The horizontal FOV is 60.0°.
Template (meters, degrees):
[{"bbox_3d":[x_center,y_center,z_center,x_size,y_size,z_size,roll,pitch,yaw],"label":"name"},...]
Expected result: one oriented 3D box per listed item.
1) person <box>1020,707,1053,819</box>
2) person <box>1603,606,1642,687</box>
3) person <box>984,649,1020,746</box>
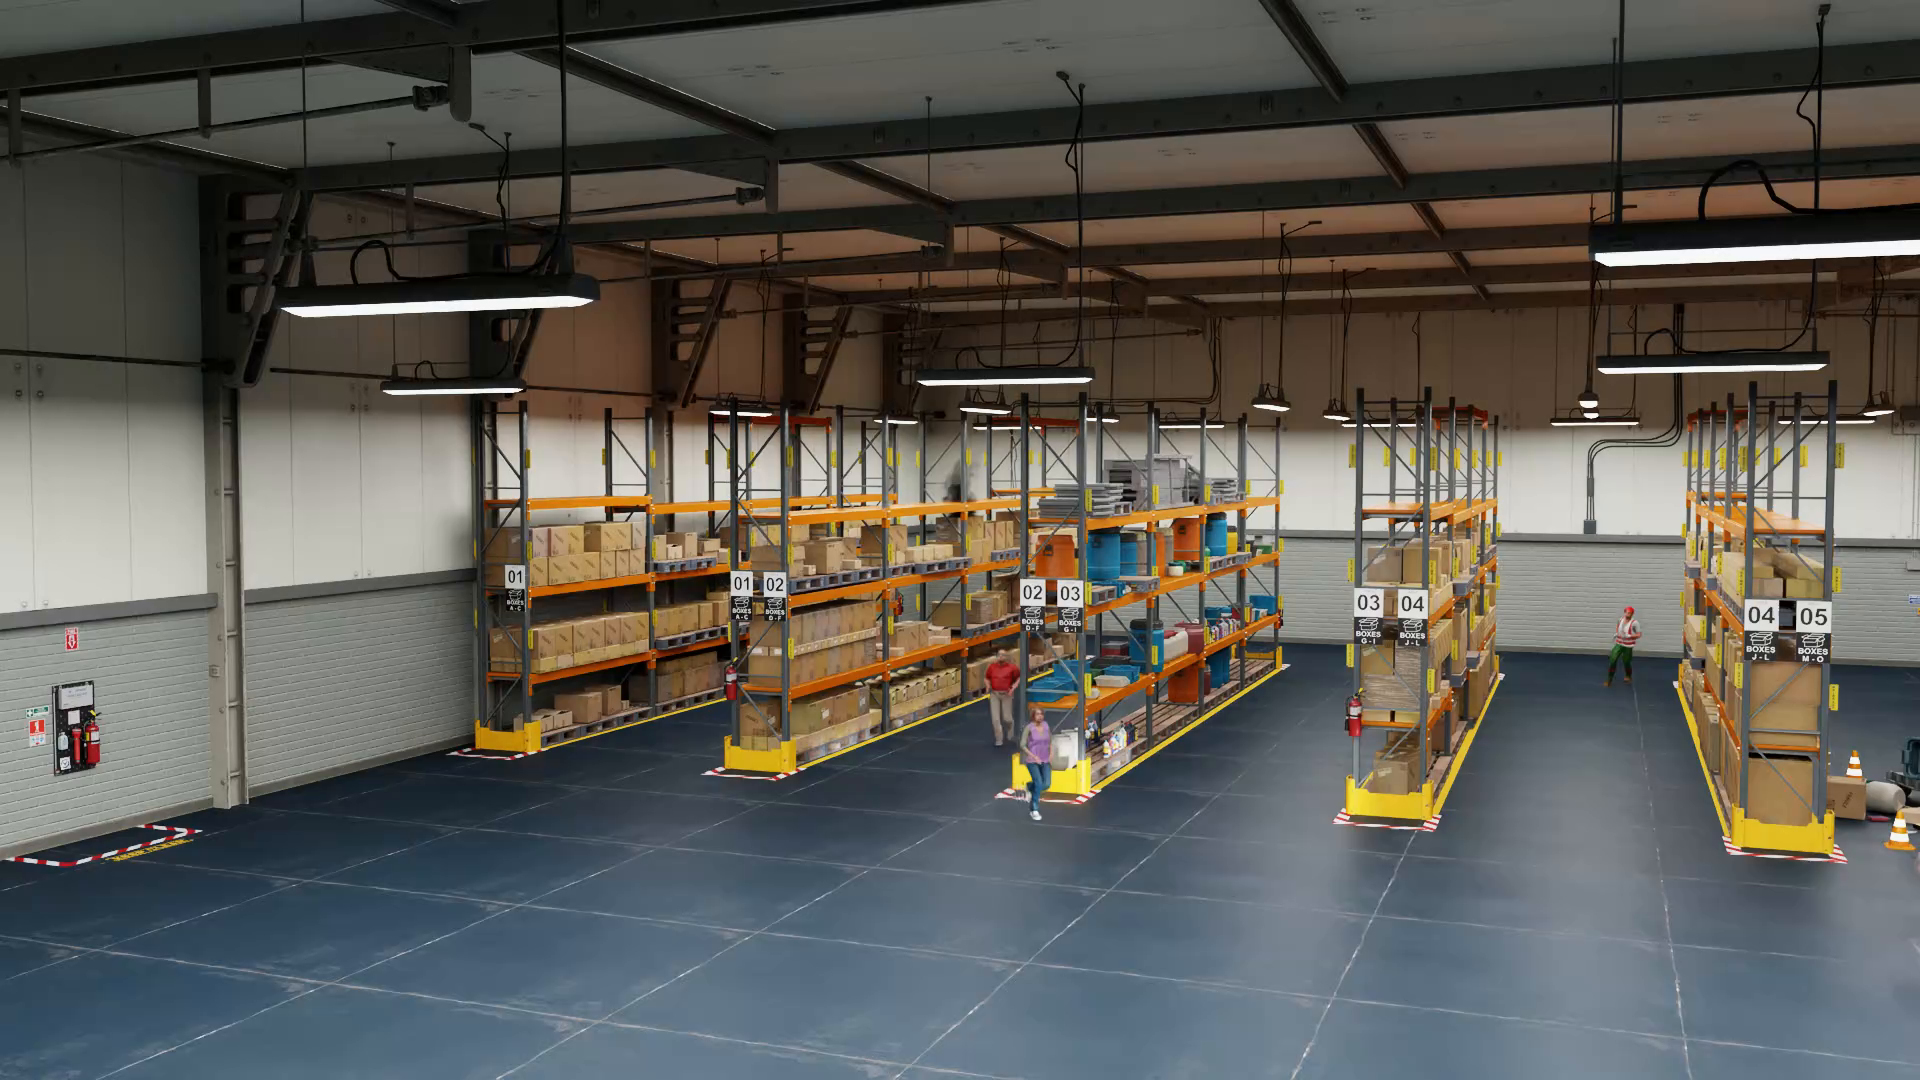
[{"bbox_3d":[1.079,3.103,23.227,0.566,1.571,0.623,-1,3,-26],"label":"person"},{"bbox_3d":[14.669,2.343,36.592,0.903,1.801,0.690,-3,4,-43],"label":"person"},{"bbox_3d":[0.727,2.746,29.080,0.661,1.673,0.605,1,3,13],"label":"person"}]
